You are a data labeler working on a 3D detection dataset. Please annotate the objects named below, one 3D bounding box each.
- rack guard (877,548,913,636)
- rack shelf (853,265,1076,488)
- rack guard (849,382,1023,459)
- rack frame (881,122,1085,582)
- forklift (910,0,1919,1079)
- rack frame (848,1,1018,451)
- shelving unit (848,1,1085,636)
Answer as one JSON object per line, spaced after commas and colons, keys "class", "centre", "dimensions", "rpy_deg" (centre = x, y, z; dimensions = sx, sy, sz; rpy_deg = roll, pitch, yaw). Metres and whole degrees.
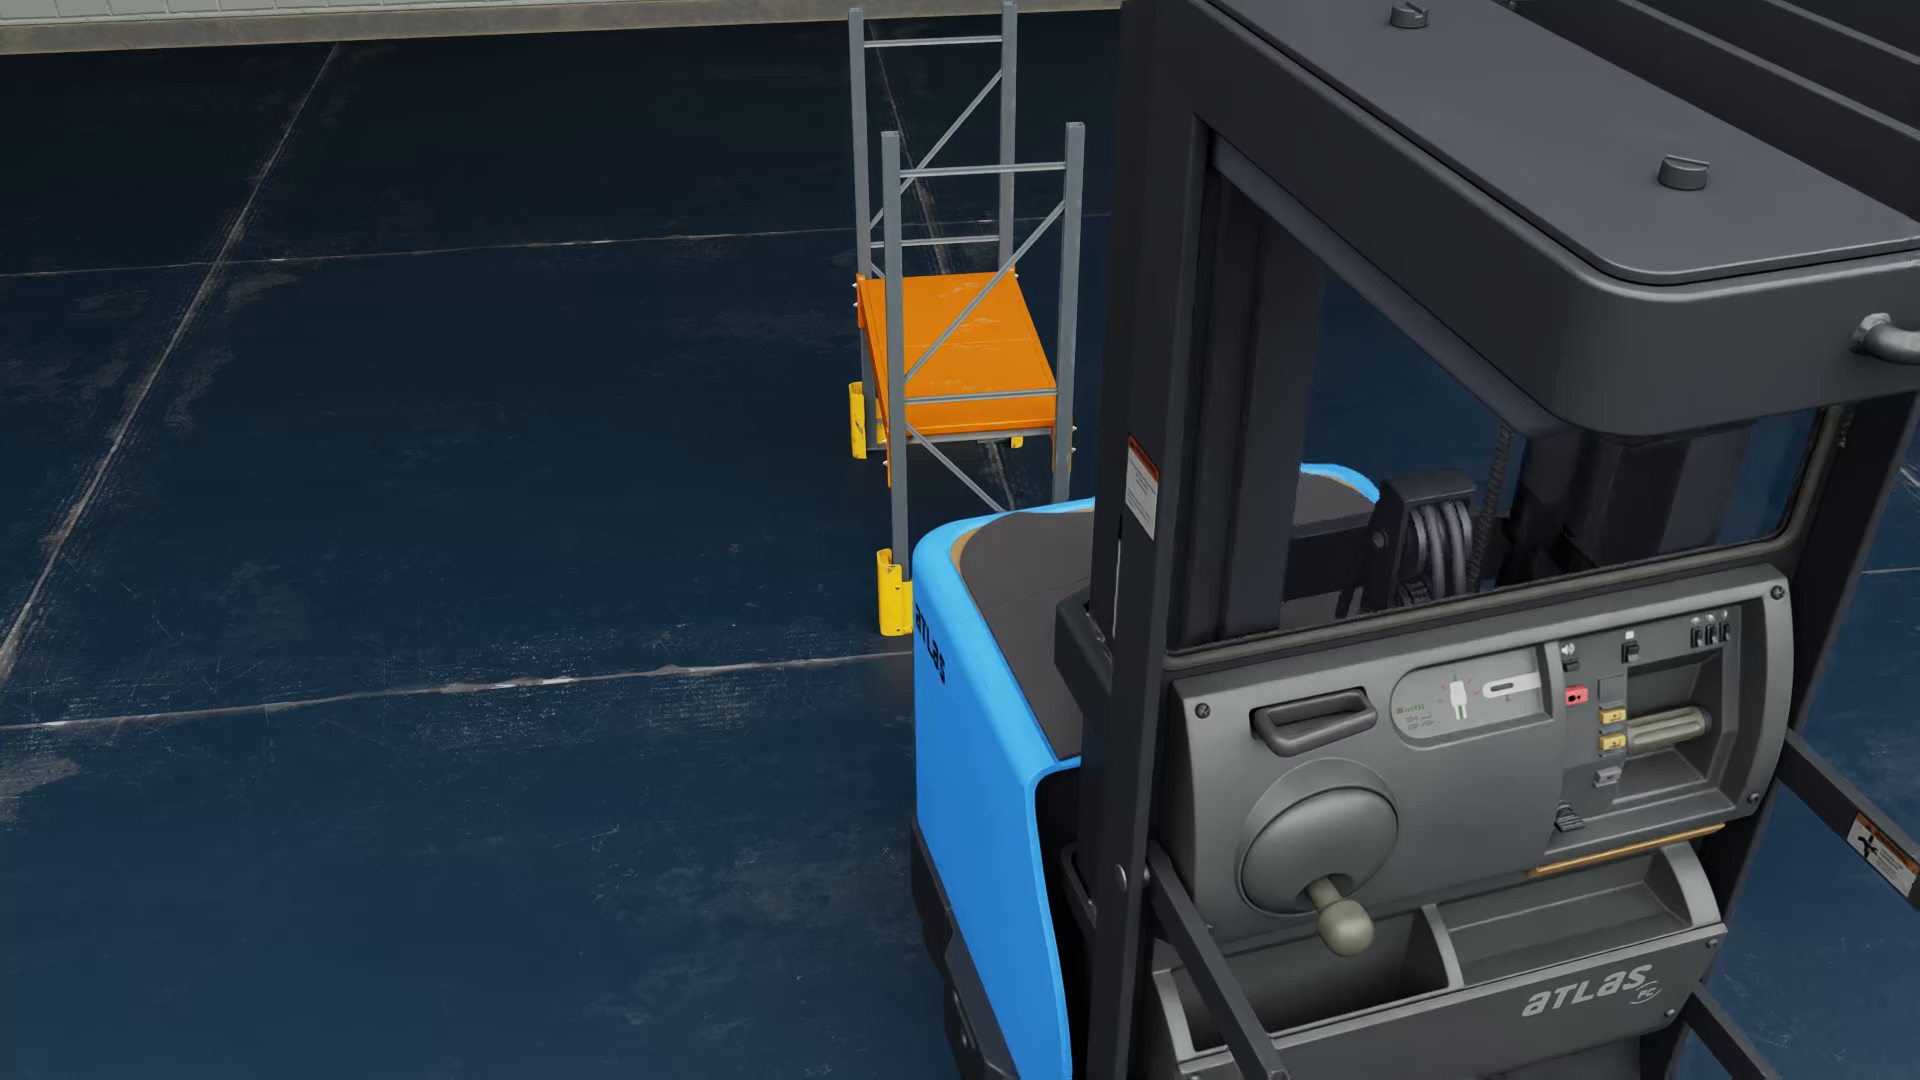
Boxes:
{"class": "rack guard", "centre": [0.057, 0.132, 4.834], "dimensions": [0.587, 0.250, 0.087], "rpy_deg": [-4, 35, -6]}
{"class": "rack shelf", "centre": [-0.011, -0.519, 4.999], "dimensions": [0.538, 0.185, 1.000], "rpy_deg": [-4, 35, -6]}
{"class": "rack guard", "centre": [-0.077, -0.424, 5.650], "dimensions": [0.587, 0.250, 0.087], "rpy_deg": [-4, 35, -6]}
{"class": "rack frame", "centre": [0.057, -0.384, 4.481], "dimensions": [0.500, 1.500, 0.032], "rpy_deg": [-4, 35, -6]}
{"class": "forklift", "centre": [0.804, 0.361, 2.117], "dimensions": [1.130, 2.935, 3.031], "rpy_deg": [-10, 35, -14]}
{"class": "rack frame", "centre": [-0.080, -0.951, 5.314], "dimensions": [0.500, 1.500, 0.032], "rpy_deg": [-4, 35, -6]}
{"class": "shelving unit", "centre": [-0.010, -0.662, 4.890], "dimensions": [0.587, 1.500, 1.083], "rpy_deg": [-4, 35, -6]}
